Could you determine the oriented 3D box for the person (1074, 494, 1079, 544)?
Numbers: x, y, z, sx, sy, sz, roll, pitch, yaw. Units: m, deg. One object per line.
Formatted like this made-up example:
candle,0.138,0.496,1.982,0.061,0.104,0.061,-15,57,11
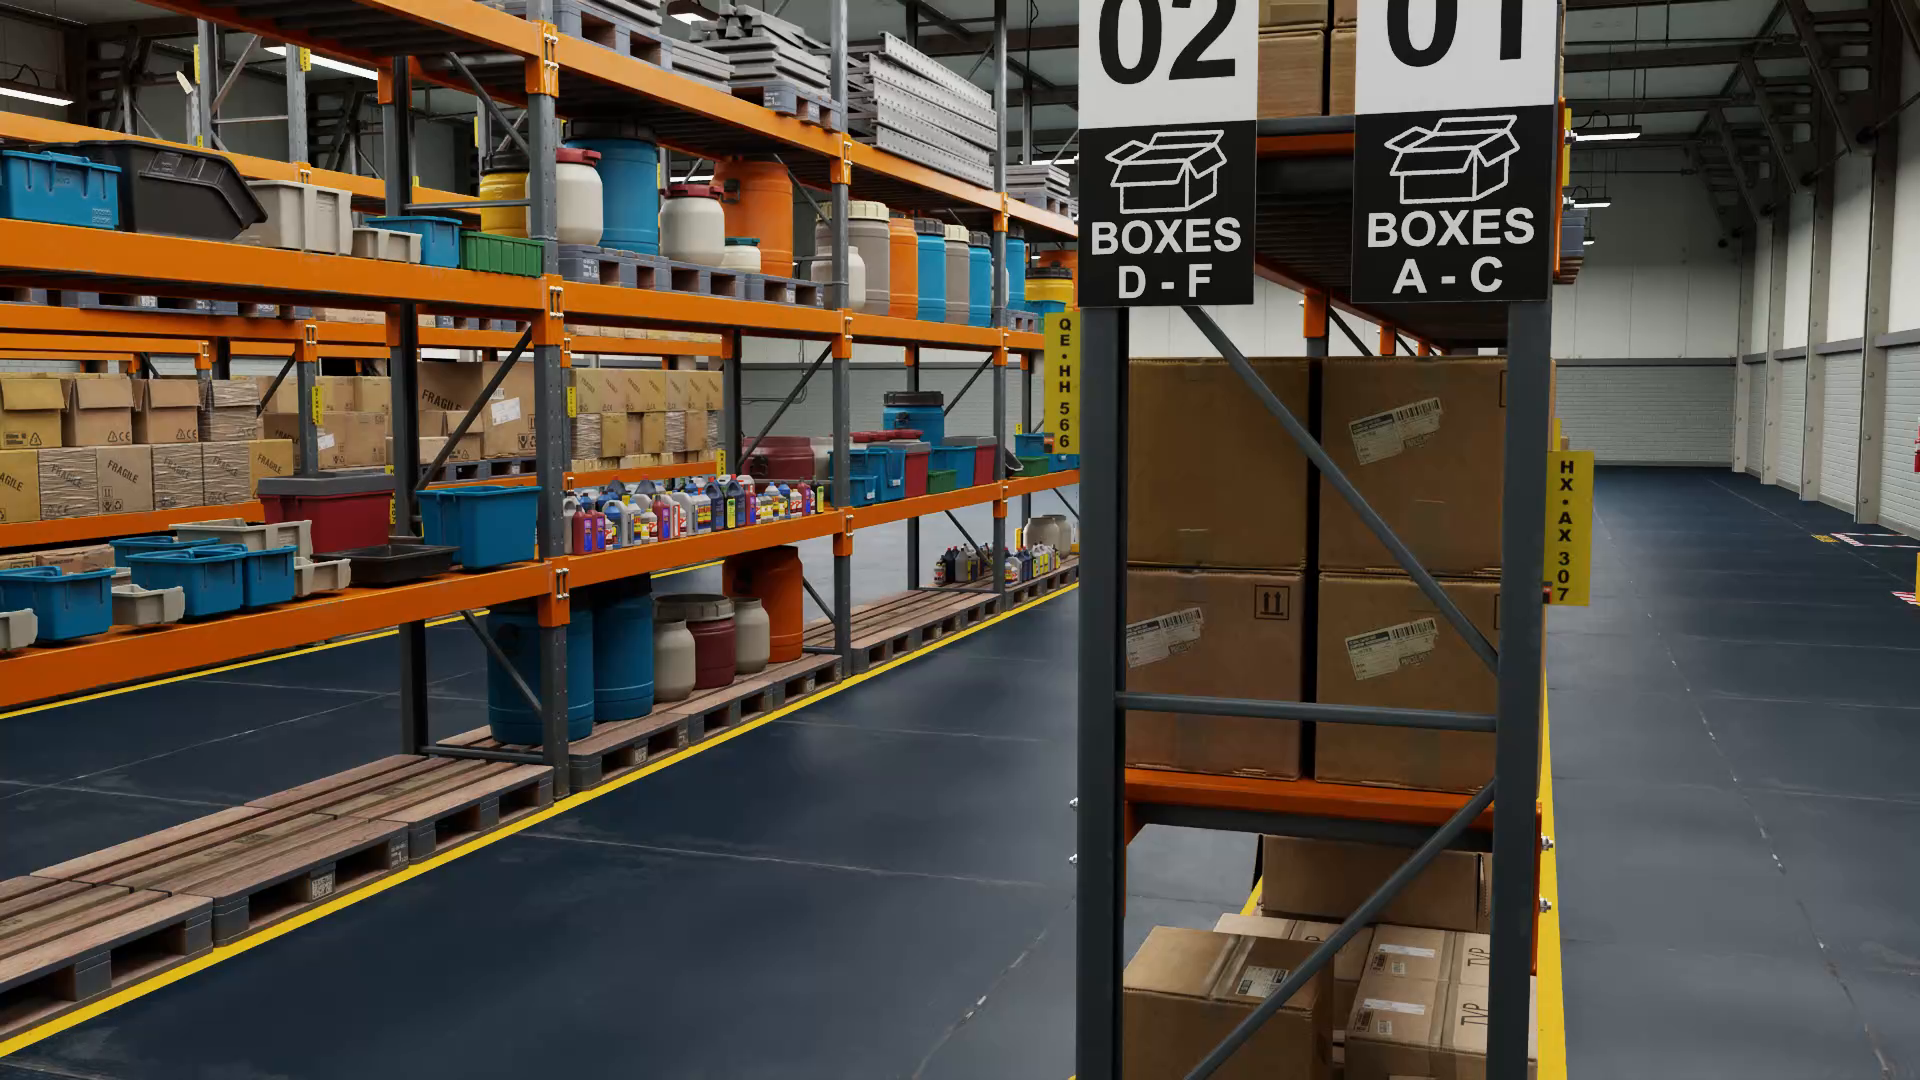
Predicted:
person,1.710,-0.562,21.536,0.731,1.726,0.561,2,5,17
